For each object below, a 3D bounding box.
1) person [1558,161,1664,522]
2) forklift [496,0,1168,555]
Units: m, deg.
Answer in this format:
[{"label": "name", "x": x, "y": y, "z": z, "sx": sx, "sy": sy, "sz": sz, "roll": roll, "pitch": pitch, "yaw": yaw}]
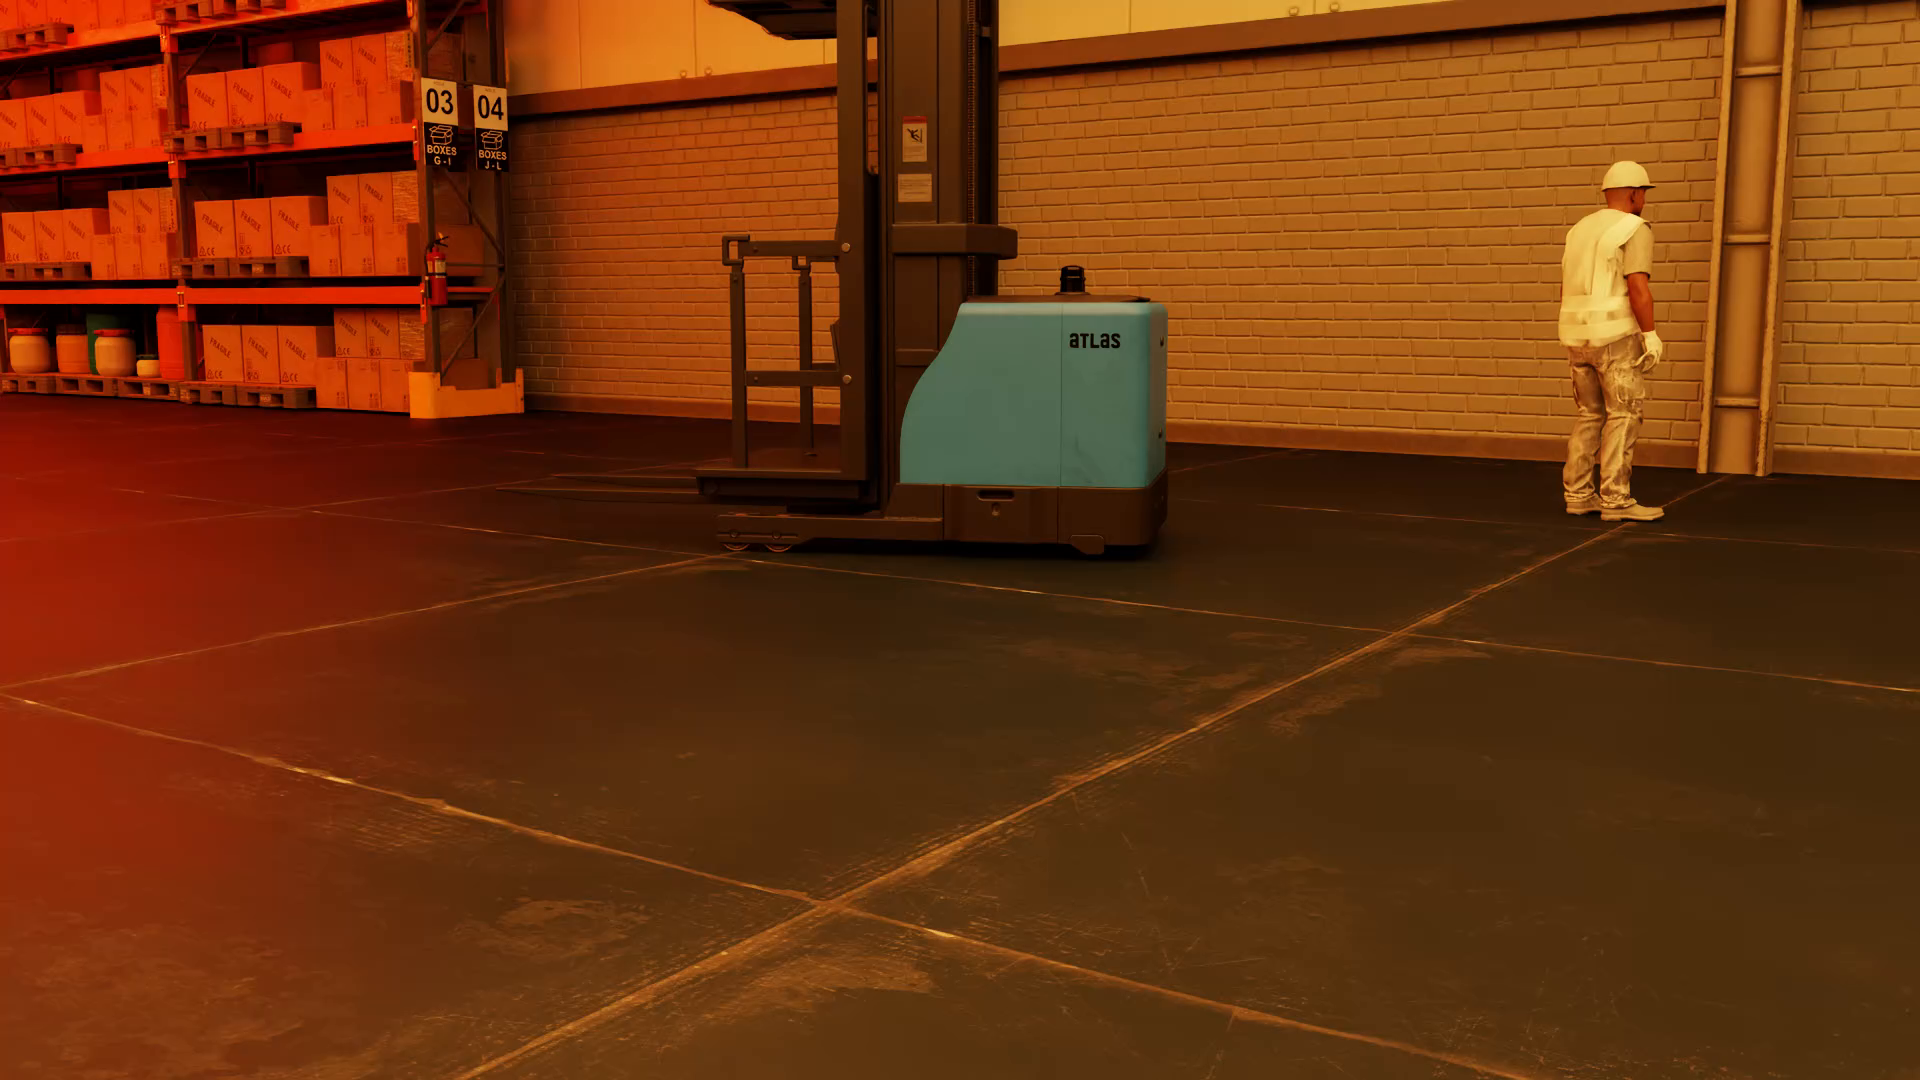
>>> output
[{"label": "person", "x": 3.265, "y": -1.001, "z": 8.356, "sx": 0.448, "sy": 1.774, "sz": 0.628, "roll": -2, "pitch": 8, "yaw": -16}, {"label": "forklift", "x": -0.596, "y": -1.469, "z": 7.520, "sx": 3.031, "sy": 2.935, "sz": 1.130, "roll": 2, "pitch": 8, "yaw": 12}]
